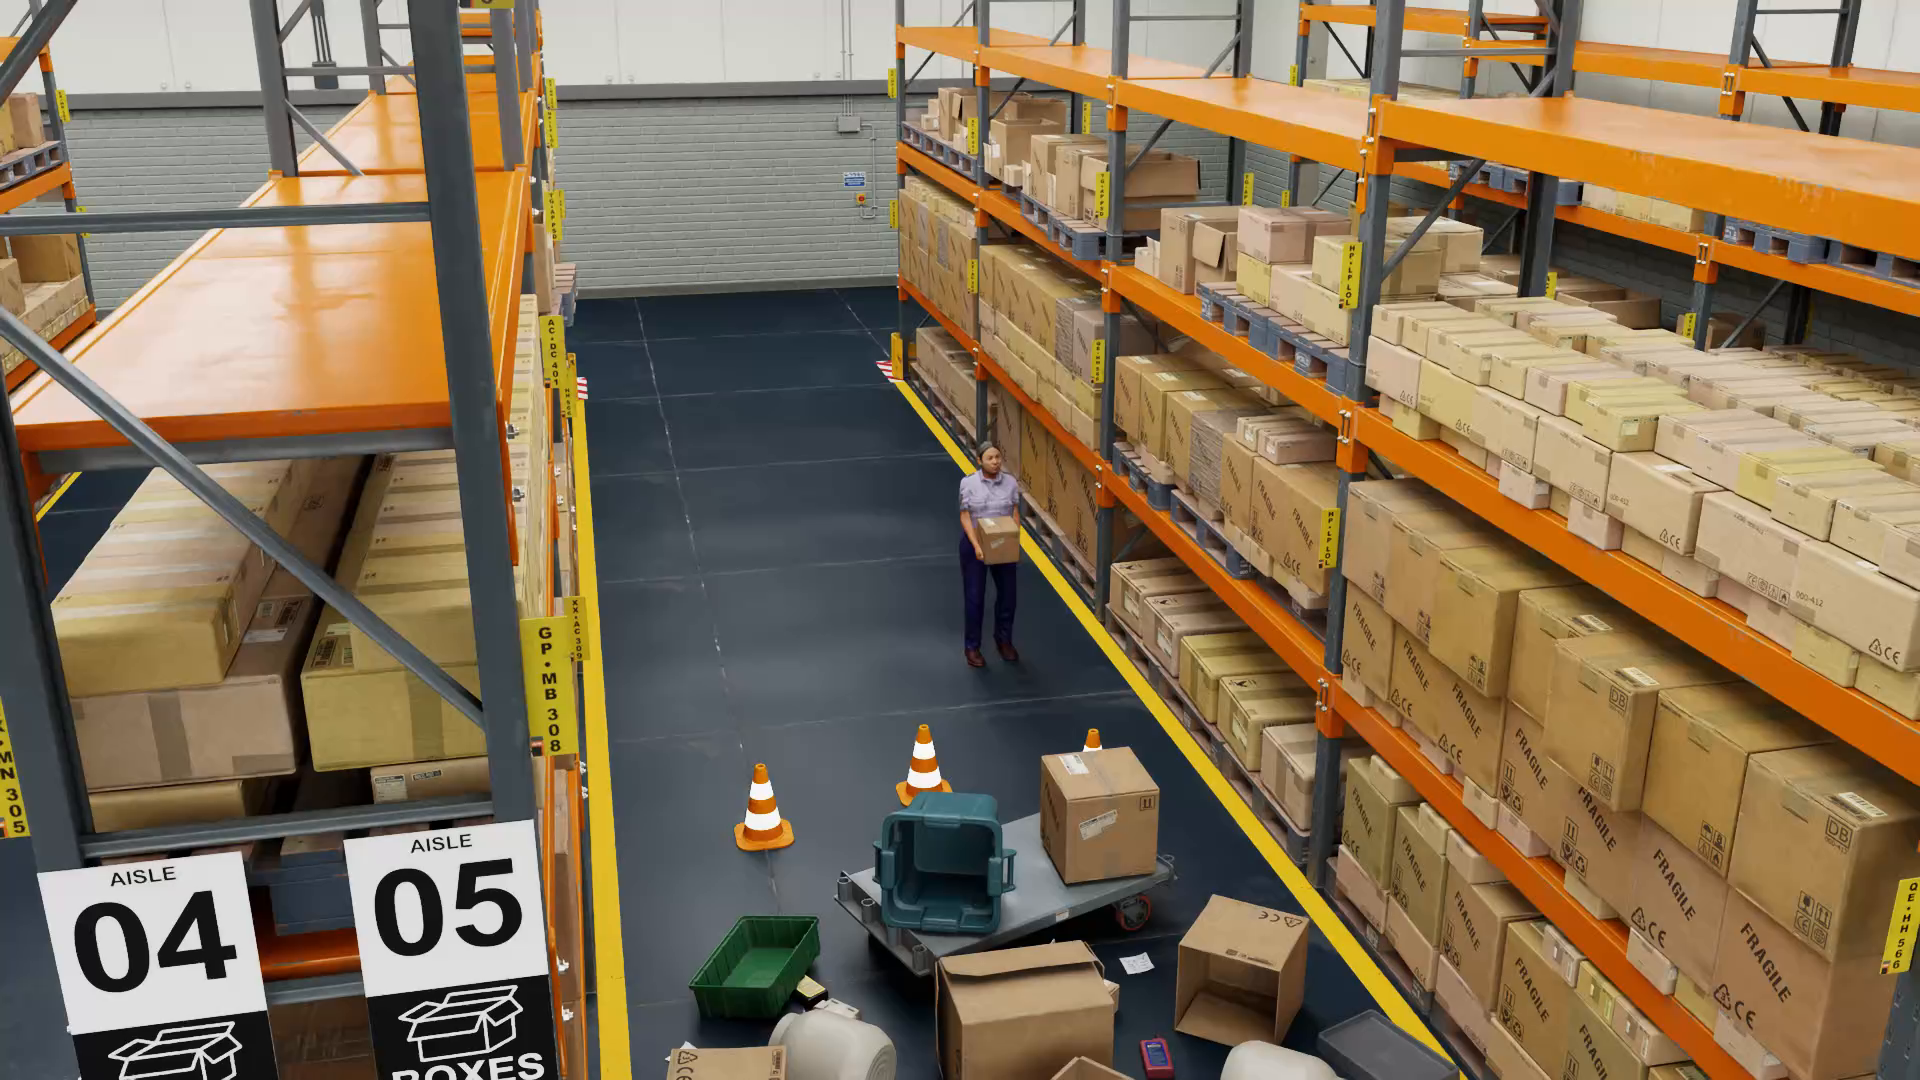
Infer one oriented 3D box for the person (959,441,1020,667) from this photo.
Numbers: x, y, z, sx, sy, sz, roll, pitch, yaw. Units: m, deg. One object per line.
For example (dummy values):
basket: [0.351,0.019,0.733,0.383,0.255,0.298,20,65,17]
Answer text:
person: [0.232,0.106,12.090,0.453,1.636,0.524,-5,20,-13]
